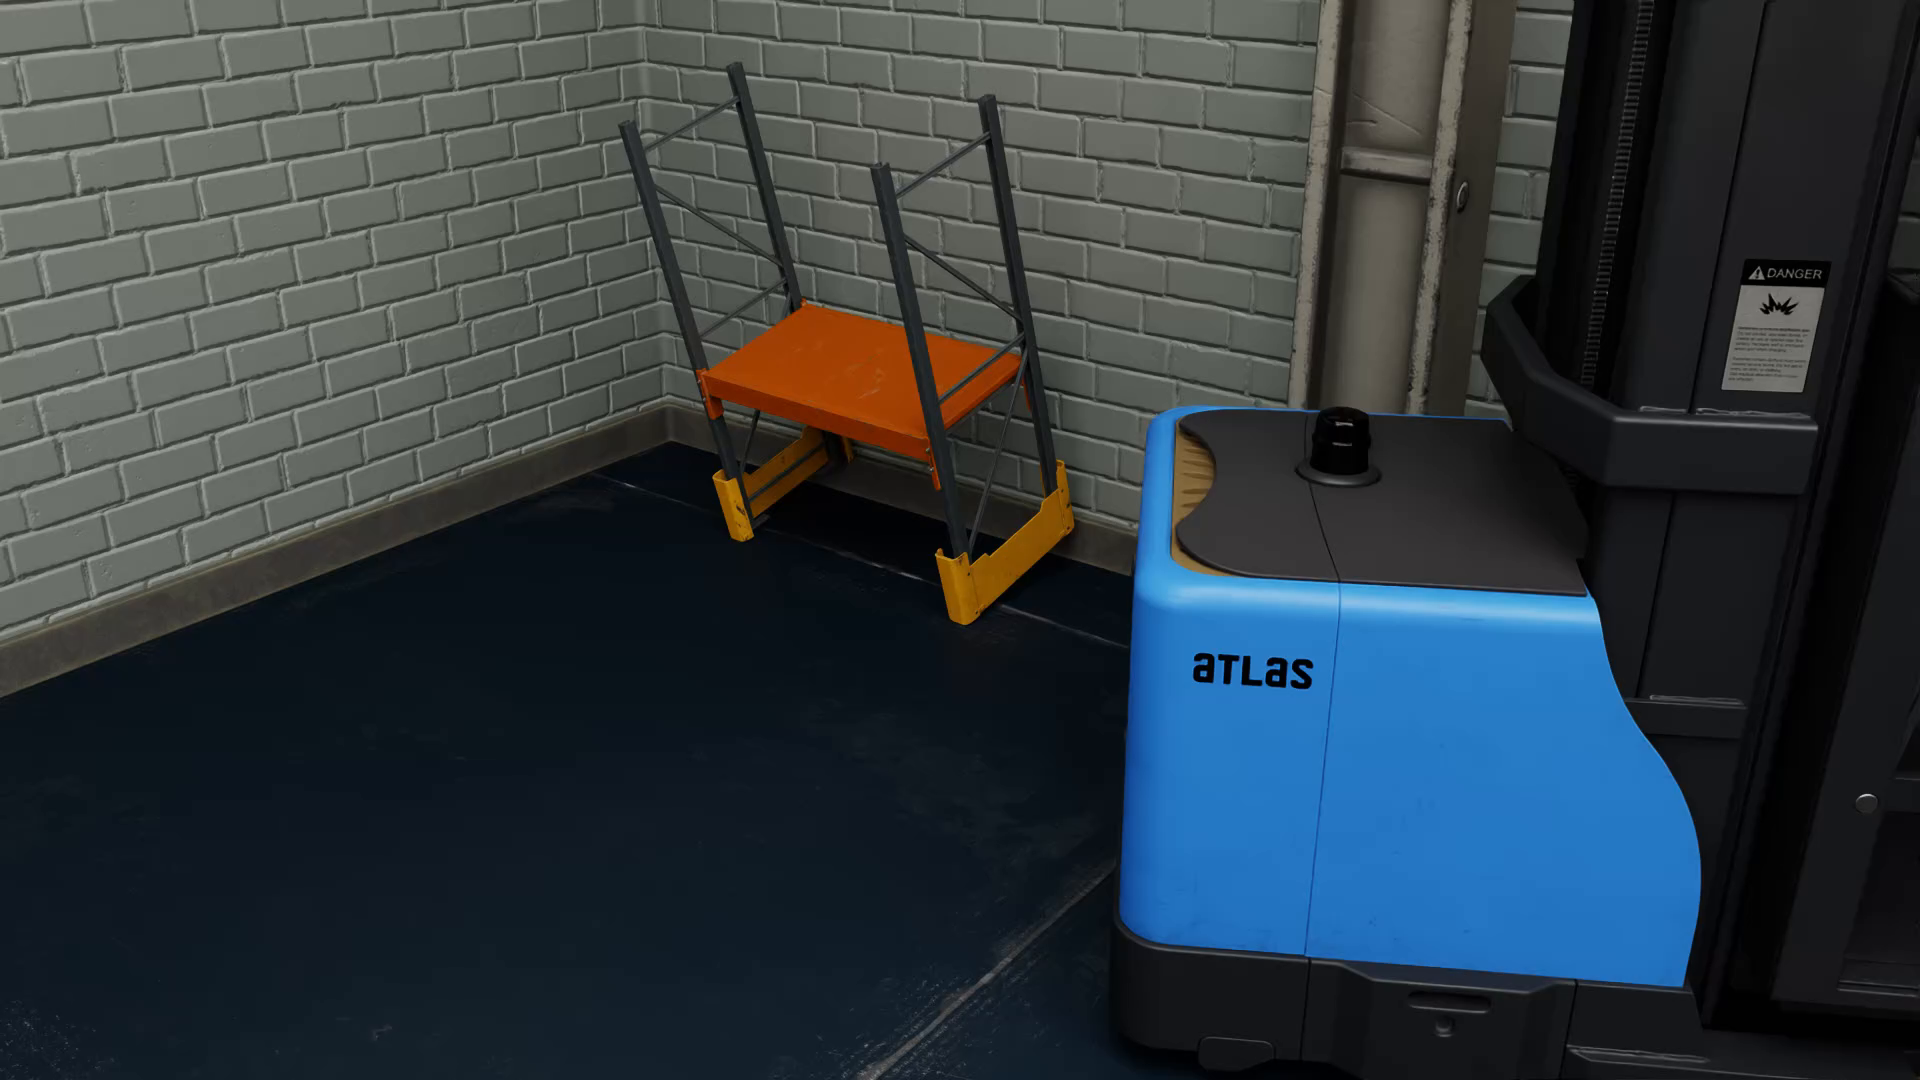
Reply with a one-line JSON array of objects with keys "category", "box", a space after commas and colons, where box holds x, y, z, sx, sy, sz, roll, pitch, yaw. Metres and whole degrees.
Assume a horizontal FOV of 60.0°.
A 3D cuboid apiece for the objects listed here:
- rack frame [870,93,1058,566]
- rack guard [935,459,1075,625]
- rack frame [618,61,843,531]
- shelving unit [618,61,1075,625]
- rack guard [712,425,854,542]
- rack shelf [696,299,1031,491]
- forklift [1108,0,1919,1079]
[{"category": "rack frame", "box": [0.059, -0.498, 4.888, 0.032, 1.500, 0.500, 19, 45, 36]}, {"category": "rack guard", "box": [0.151, -0.002, 5.257, 0.087, 0.250, 0.587, 19, 45, 36]}, {"category": "rack frame", "box": [-0.719, -0.760, 5.488, 0.032, 1.500, 0.500, 19, 45, 36]}, {"category": "shelving unit", "box": [-0.337, -0.631, 5.193, 1.083, 1.500, 0.587, 19, 45, 36]}, {"category": "rack guard", "box": [-0.611, -0.258, 5.845, 0.087, 0.250, 0.587, 19, 45, 36]}, {"category": "rack shelf", "box": [-0.299, -0.485, 5.291, 1.000, 0.185, 0.538, 19, 45, 36]}, {"category": "forklift", "box": [1.860, -0.404, 3.032, 3.031, 2.935, 1.130, 3, 24, 7]}]
